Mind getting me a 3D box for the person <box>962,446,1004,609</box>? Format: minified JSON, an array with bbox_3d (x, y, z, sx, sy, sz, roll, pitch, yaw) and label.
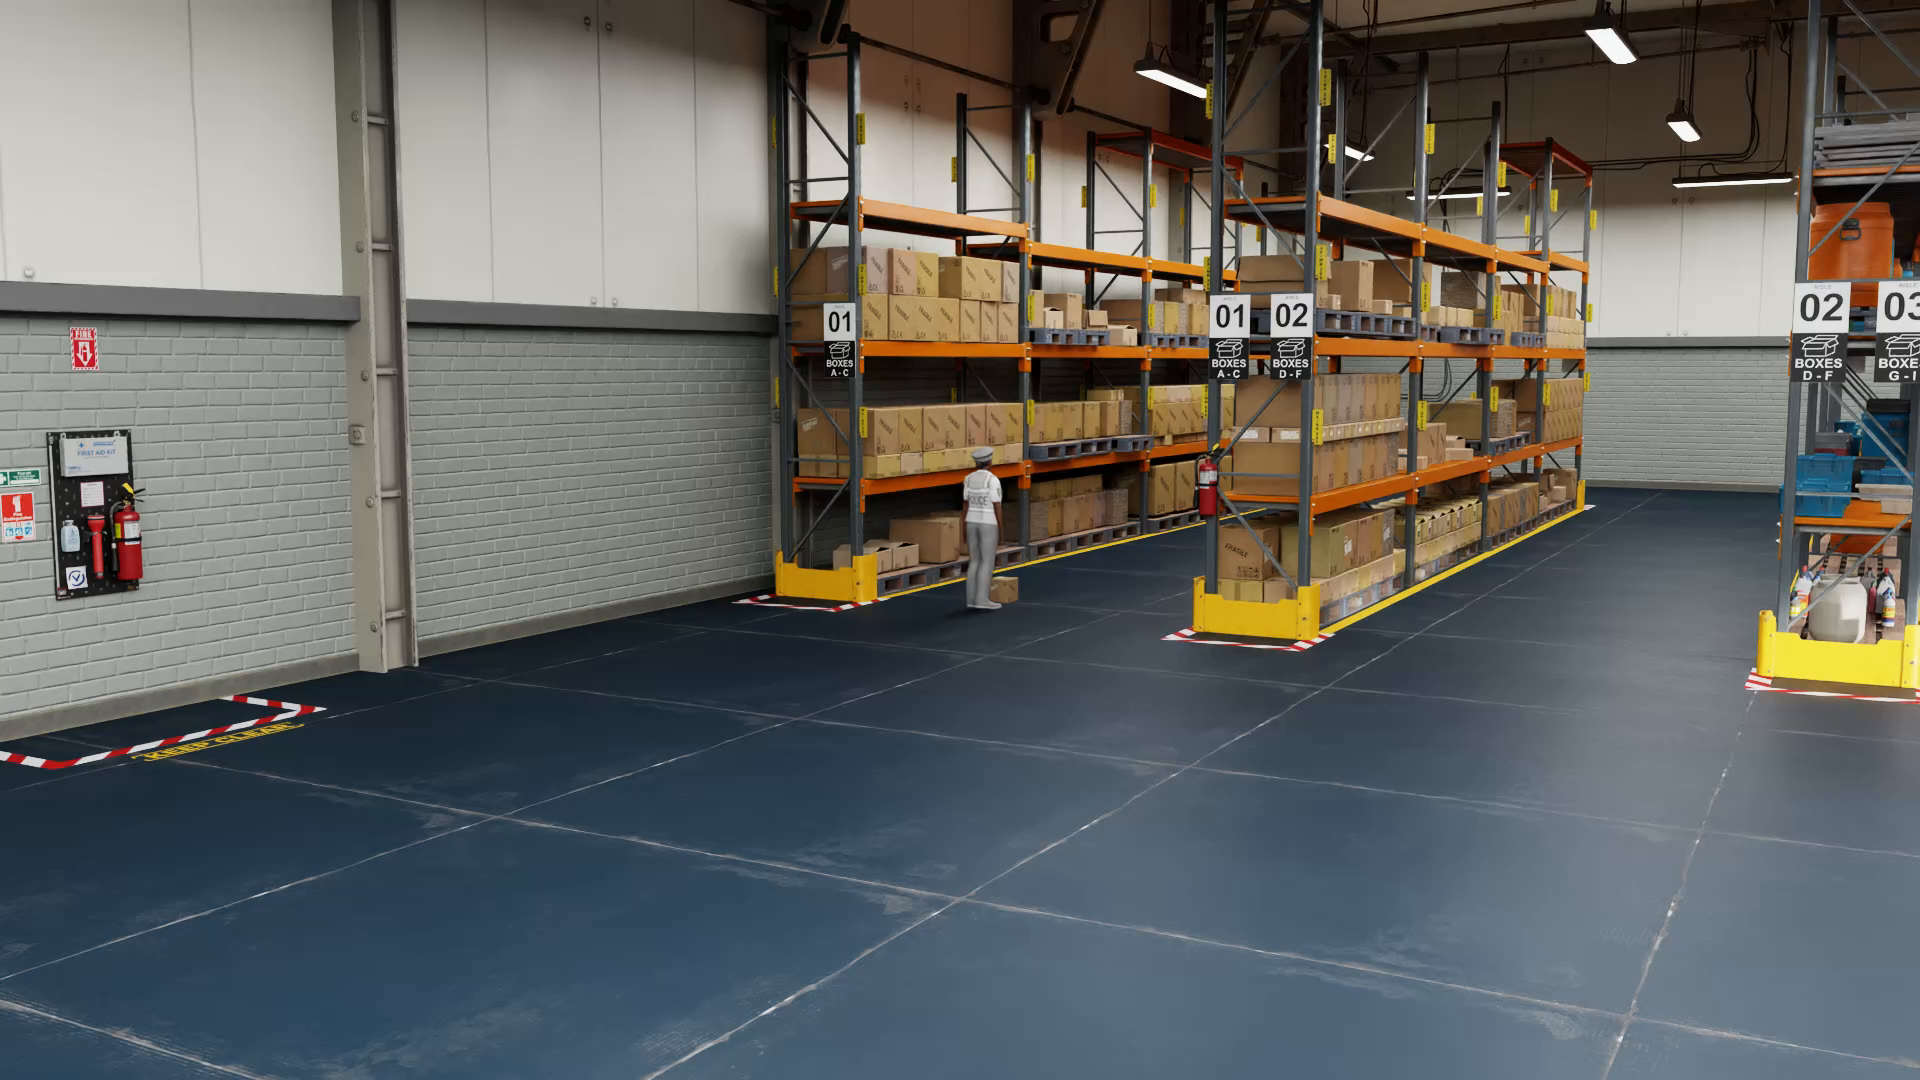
[{"bbox_3d":[0.235,-0.132,17.309,0.475,1.685,0.368,5,8,38],"label":"person"}]
